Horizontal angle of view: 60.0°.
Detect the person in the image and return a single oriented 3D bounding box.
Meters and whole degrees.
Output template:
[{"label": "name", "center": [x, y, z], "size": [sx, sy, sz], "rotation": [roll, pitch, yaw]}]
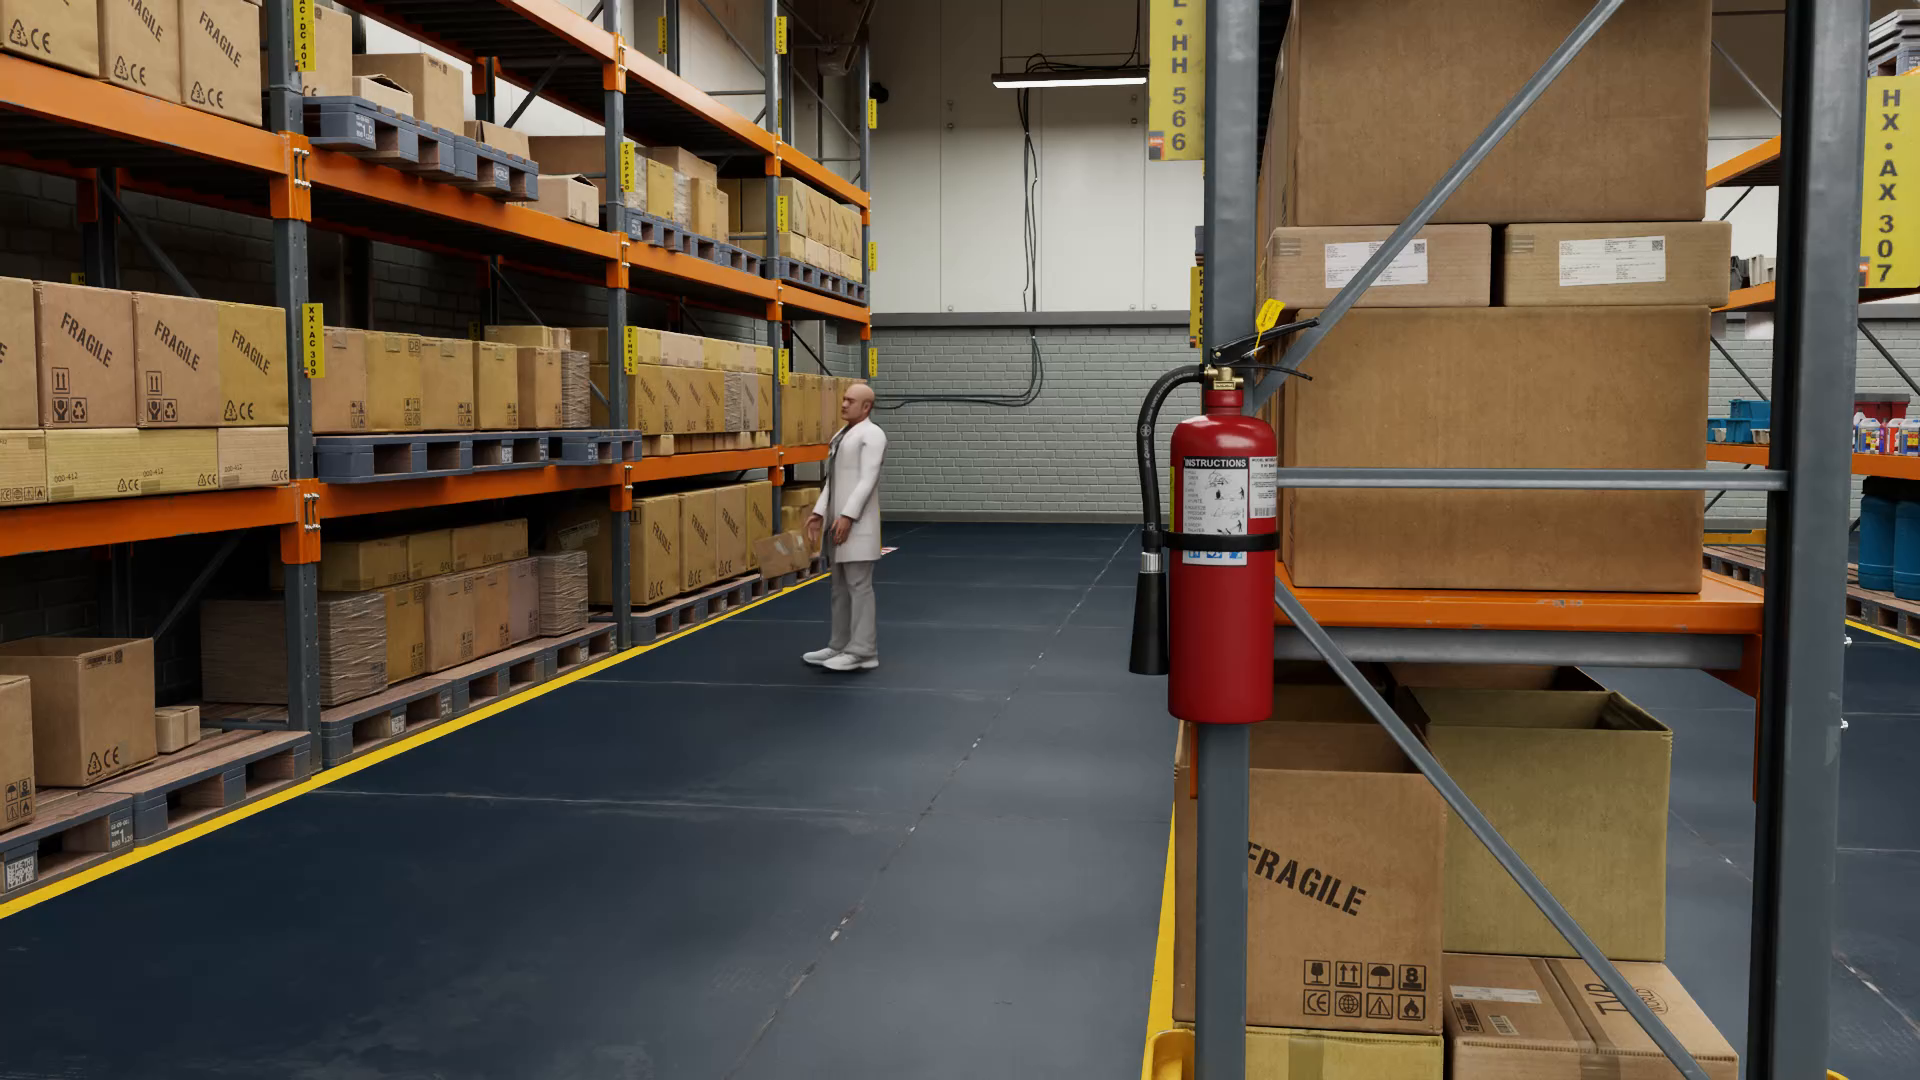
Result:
[{"label": "person", "center": [-0.727, -0.085, 10.440], "size": [0.422, 1.791, 0.622], "rotation": [-2, 5, -27]}]
